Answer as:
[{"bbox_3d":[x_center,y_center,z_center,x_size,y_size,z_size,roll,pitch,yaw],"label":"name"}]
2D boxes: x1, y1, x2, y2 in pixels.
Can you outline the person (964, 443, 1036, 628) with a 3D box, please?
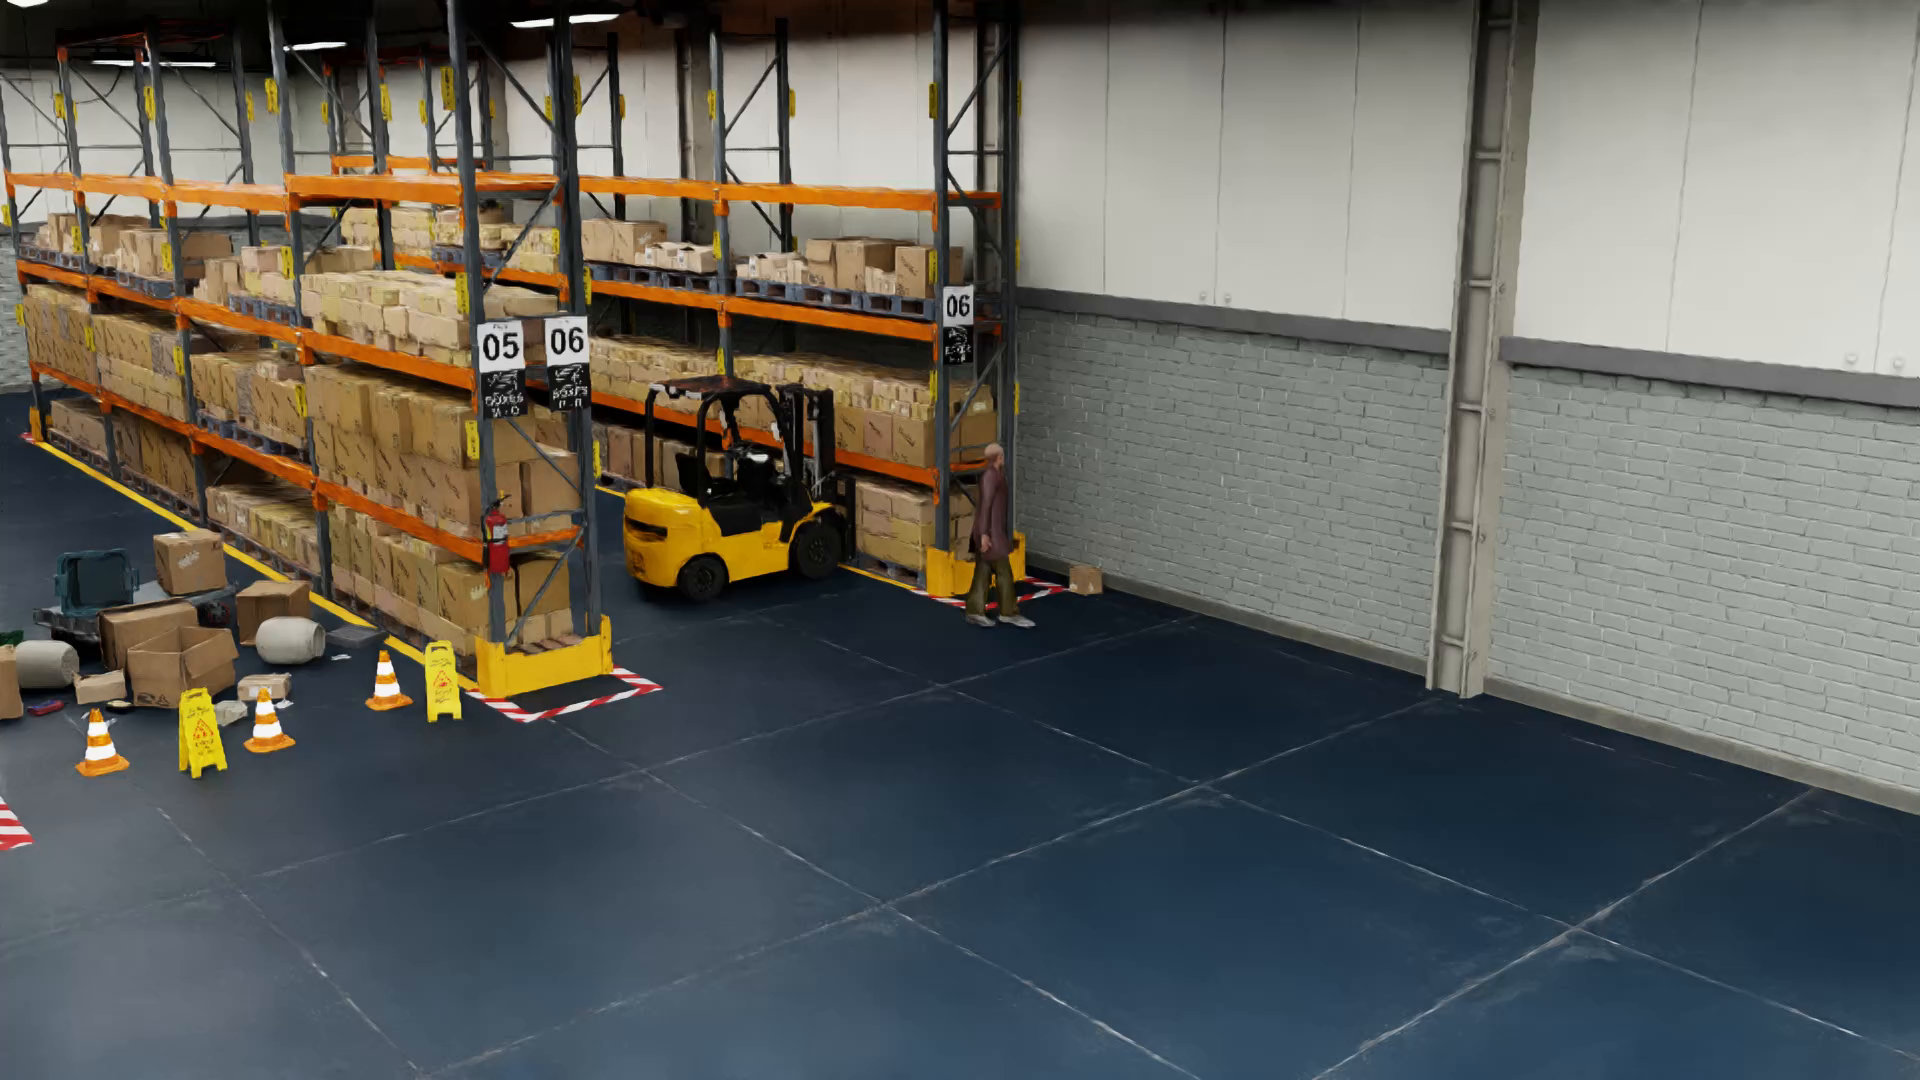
[{"bbox_3d":[0.386,-0.054,16.253,0.698,1.773,0.668,0,14,-2],"label":"person"}]
